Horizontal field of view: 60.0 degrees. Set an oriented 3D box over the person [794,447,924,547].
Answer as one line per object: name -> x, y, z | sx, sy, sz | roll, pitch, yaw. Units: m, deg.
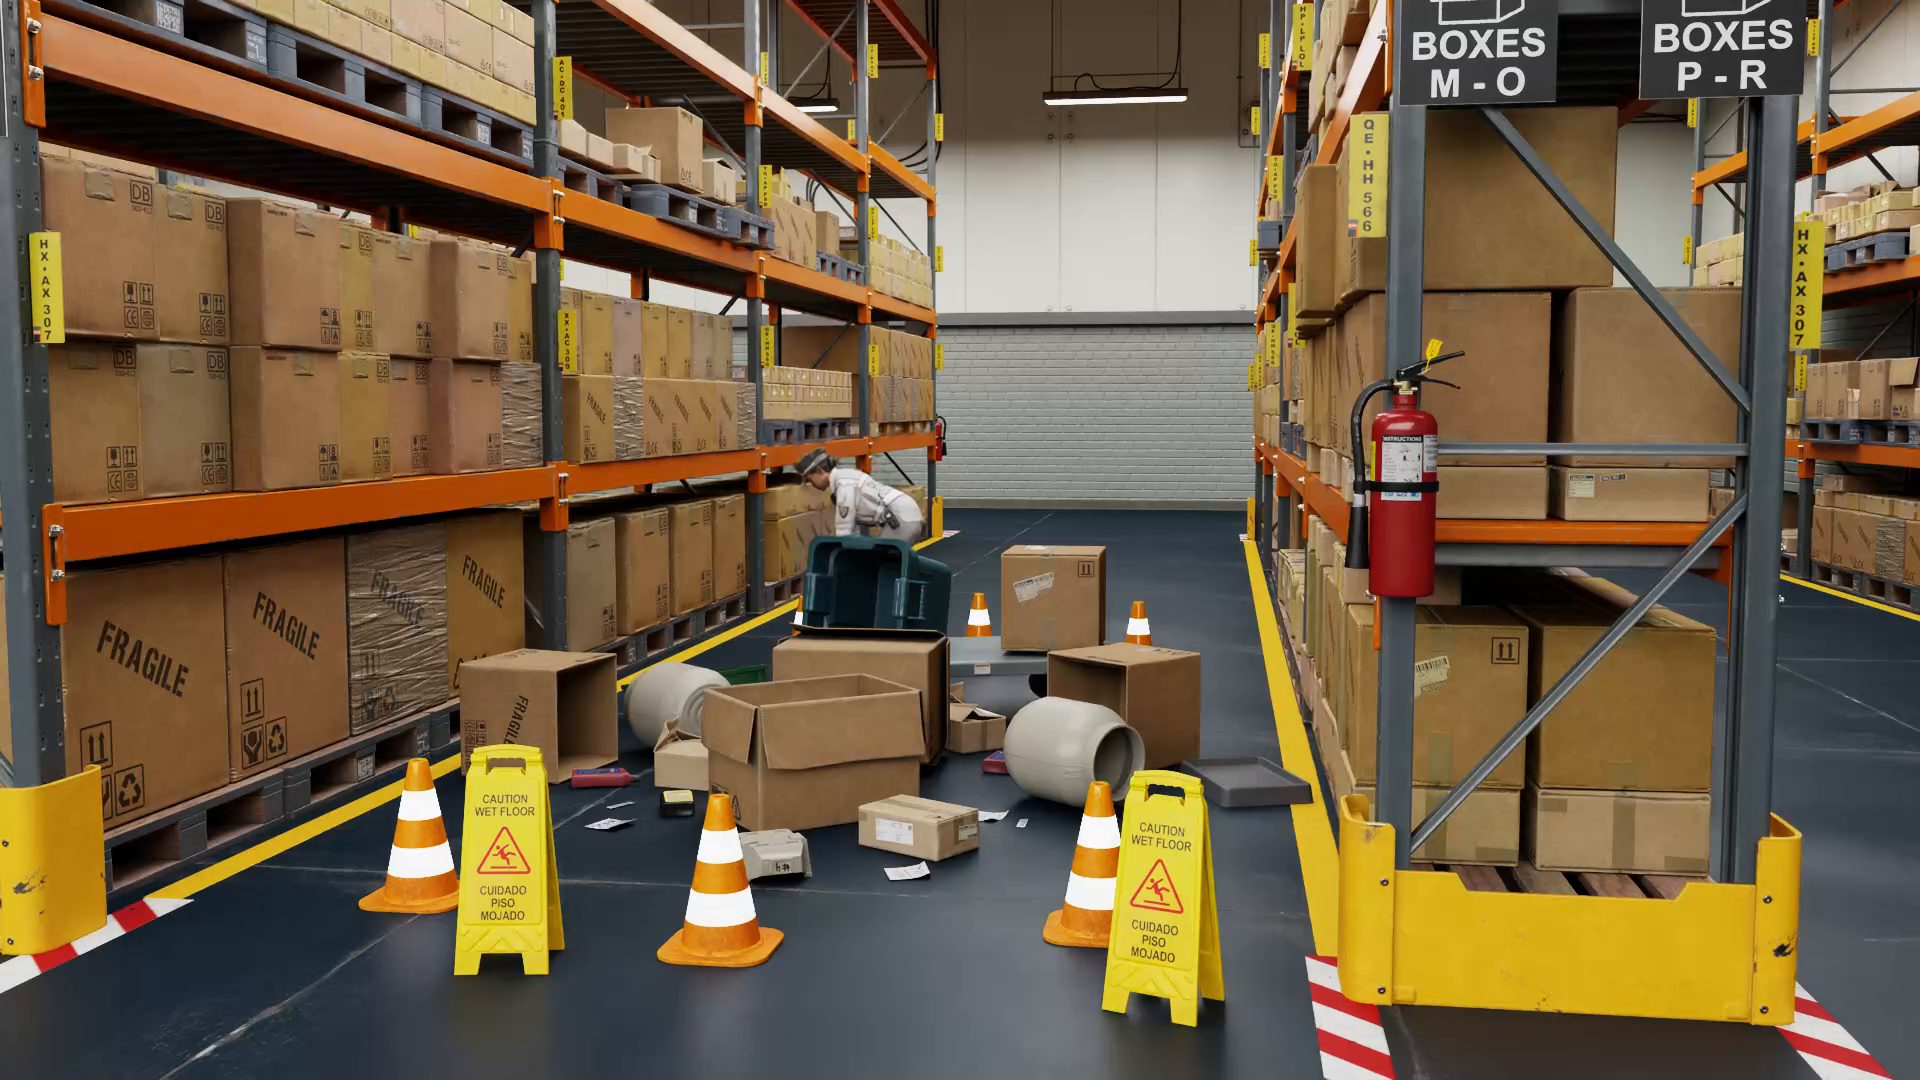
person -> -0.668, 0.073, 10.899 | 0.857, 1.366, 0.402 | 1, 5, 7
